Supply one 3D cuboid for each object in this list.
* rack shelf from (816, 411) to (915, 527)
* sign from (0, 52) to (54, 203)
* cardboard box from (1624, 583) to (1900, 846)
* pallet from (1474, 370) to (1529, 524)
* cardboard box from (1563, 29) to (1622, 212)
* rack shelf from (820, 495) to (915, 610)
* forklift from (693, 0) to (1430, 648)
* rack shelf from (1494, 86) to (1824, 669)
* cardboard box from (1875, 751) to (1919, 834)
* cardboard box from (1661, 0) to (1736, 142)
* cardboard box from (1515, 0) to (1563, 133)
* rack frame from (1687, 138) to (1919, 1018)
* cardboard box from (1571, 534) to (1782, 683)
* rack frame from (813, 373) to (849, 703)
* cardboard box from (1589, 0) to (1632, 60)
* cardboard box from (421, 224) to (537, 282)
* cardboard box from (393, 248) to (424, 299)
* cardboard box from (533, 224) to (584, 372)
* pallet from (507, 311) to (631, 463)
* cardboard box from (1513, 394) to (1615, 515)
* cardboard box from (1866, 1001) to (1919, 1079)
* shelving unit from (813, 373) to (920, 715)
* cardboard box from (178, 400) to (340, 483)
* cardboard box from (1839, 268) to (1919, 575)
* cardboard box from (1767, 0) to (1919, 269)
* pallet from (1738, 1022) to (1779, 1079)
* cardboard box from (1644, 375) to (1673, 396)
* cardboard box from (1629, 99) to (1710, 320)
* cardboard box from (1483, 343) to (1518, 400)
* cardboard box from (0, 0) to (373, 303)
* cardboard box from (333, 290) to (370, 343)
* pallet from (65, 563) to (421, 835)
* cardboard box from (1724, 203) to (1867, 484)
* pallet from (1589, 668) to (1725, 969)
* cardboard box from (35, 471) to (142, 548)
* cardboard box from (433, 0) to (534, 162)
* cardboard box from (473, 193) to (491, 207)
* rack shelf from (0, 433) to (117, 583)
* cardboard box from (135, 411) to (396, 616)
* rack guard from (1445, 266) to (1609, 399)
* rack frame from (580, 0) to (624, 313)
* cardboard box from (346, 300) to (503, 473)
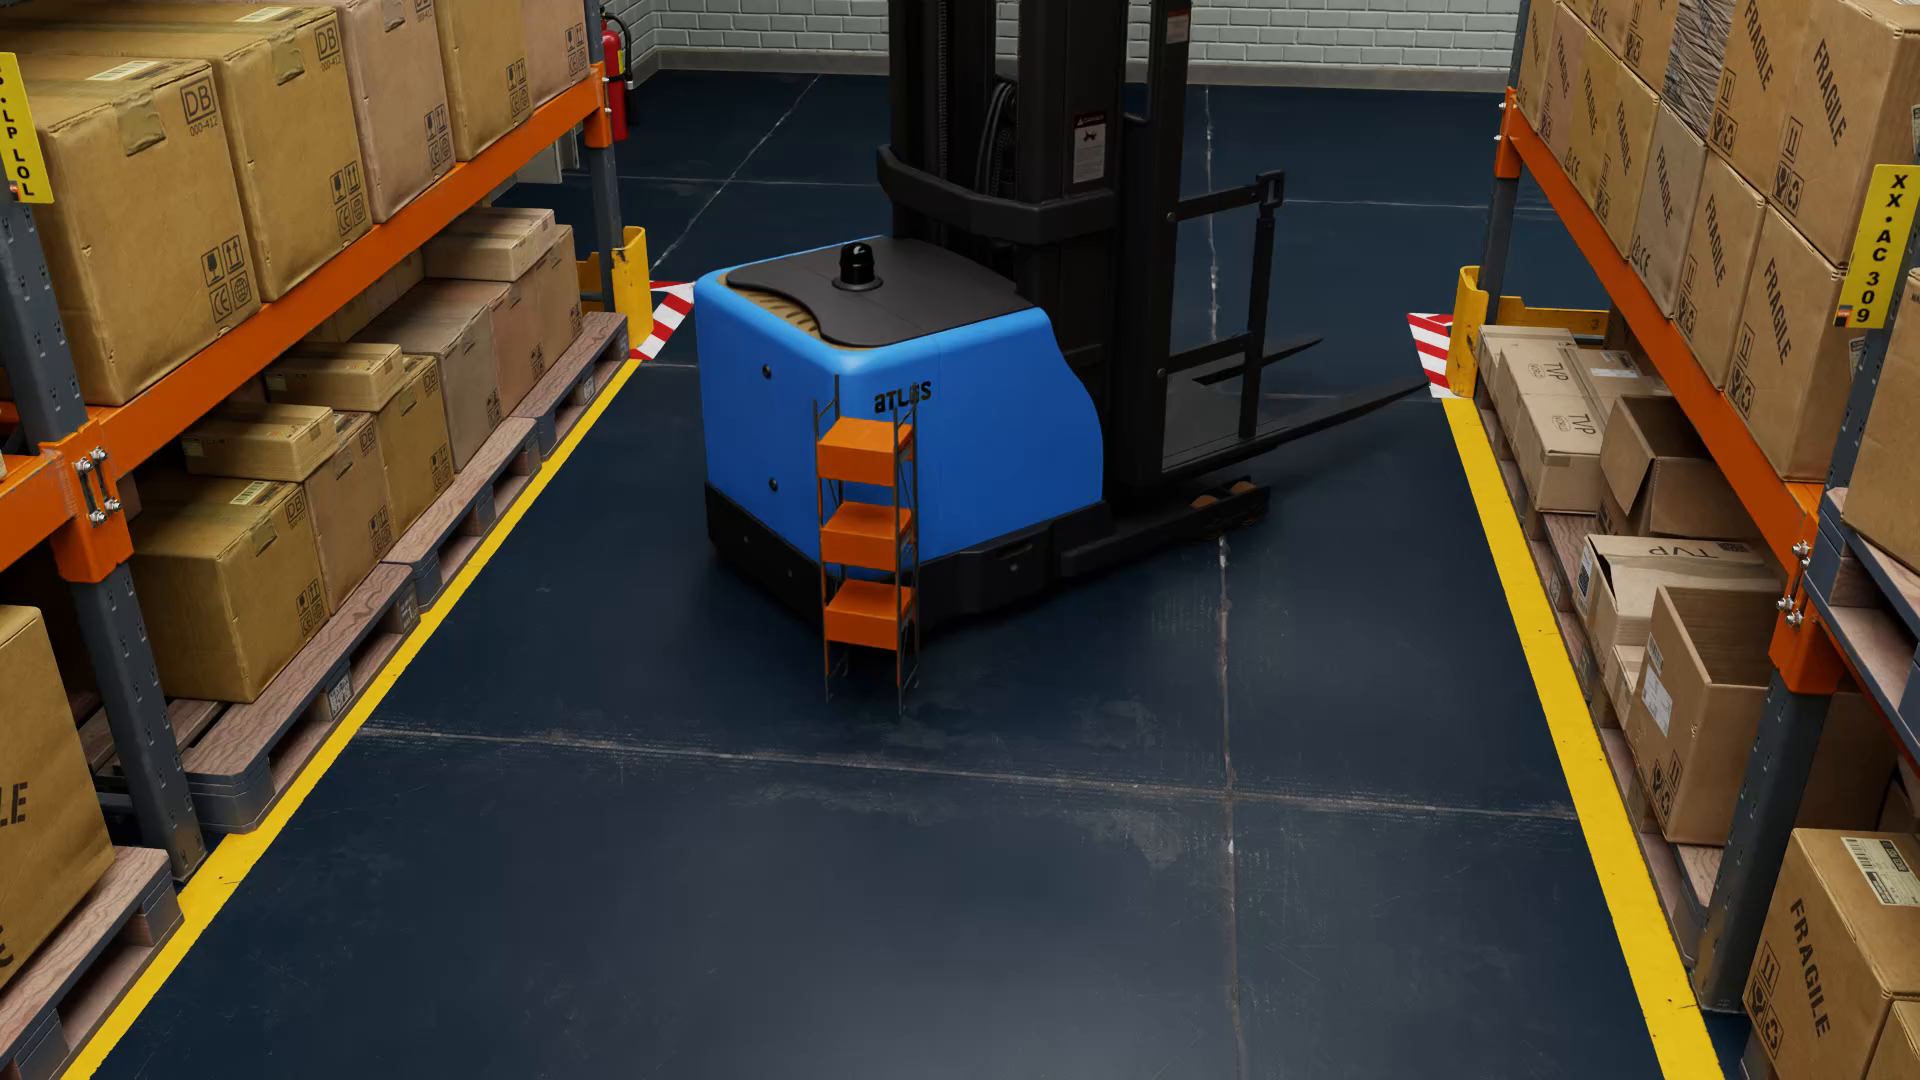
[{"bbox_3d":[-0.277,-0.214,4.964,0.240,0.259,0.215,8,29,14],"label":"rack shelf"},{"bbox_3d":[-2.052,-0.890,3.603,0.100,0.325,0.005,3,28,6],"label":"sign"},{"bbox_3d":[2.113,0.466,4.395,0.500,0.500,0.500,3,28,6],"label":"cardboard box"},{"bbox_3d":[2.709,-0.400,6.771,1.003,0.211,1.213,3,28,6],"label":"pallet"},{"bbox_3d":[2.377,-1.410,5.600,0.500,0.500,0.500,3,28,6],"label":"cardboard box"},{"bbox_3d":[-0.277,0.036,5.098,0.240,0.259,0.215,8,29,14],"label":"rack shelf"},{"bbox_3d":[0.567,-1.476,5.899,3.031,2.935,1.130,-19,34,-31],"label":"forklift"},{"bbox_3d":[2.570,-0.781,5.296,1.077,0.370,4.000,3,28,6],"label":"rack shelf"},{"bbox_3d":[2.591,0.649,4.254,0.500,0.311,0.500,3,28,6],"label":"cardboard box"},{"bbox_3d":[2.252,-1.372,4.475,0.500,0.500,0.500,4,29,7],"label":"cardboard box"},{"bbox_3d":[2.499,-1.890,6.490,0.500,0.500,0.500,4,29,7],"label":"cardboard box"},{"bbox_3d":[2.325,-0.156,3.378,1.000,3.000,0.127,3,28,6],"label":"rack frame"},{"bbox_3d":[2.205,0.196,5.095,0.500,0.311,0.500,3,28,6],"label":"cardboard box"},{"bbox_3d":[-0.394,0.011,5.123,0.008,1.050,0.200,8,29,14],"label":"rack frame"},{"bbox_3d":[2.376,-1.848,5.358,0.500,0.500,0.500,4,29,7],"label":"cardboard box"},{"bbox_3d":[-1.954,-1.169,6.765,0.380,0.149,0.250,4,29,8],"label":"cardboard box"},{"bbox_3d":[-2.364,-1.074,6.590,0.380,0.149,0.250,4,29,7],"label":"cardboard box"},{"bbox_3d":[-2.088,-1.074,7.275,0.700,0.500,0.500,3,28,6],"label":"cardboard box"},{"bbox_3d":[-2.122,-0.717,7.358,1.003,0.211,1.213,3,28,6],"label":"pallet"},{"bbox_3d":[2.345,-0.312,6.102,0.500,0.250,0.500,3,28,6],"label":"cardboard box"},{"bbox_3d":[1.970,1.216,3.003,0.500,0.500,0.500,4,29,7],"label":"cardboard box"},{"bbox_3d":[-0.277,0.027,5.093,0.252,1.050,0.215,8,29,14],"label":"shelving unit"},{"bbox_3d":[-2.175,-0.309,5.170,0.380,0.149,0.250,4,29,8],"label":"cardboard box"},{"bbox_3d":[2.045,-0.175,2.865,0.700,0.500,0.500,-6,29,-11],"label":"cardboard box"},{"bbox_3d":[2.130,-0.894,3.587,0.500,0.500,0.500,3,29,6],"label":"cardboard box"},{"bbox_3d":[2.263,1.456,3.324,1.003,0.211,1.213,3,28,6],"label":"pallet"},{"bbox_3d":[2.854,-0.530,6.594,0.380,0.166,0.250,3,28,6],"label":"cardboard box"},{"bbox_3d":[2.254,-0.935,4.718,0.500,0.500,0.500,4,29,7],"label":"cardboard box"},{"bbox_3d":[2.392,-0.691,6.893,0.380,0.166,0.250,3,28,6],"label":"cardboard box"},{"bbox_3d":[-2.414,-1.172,4.947,0.980,0.700,0.700,3,28,5],"label":"cardboard box"},{"bbox_3d":[-2.425,-0.834,6.144,0.380,0.149,0.250,4,29,7],"label":"cardboard box"},{"bbox_3d":[-2.421,0.432,5.226,1.003,0.211,1.213,3,28,6],"label":"pallet"},{"bbox_3d":[2.132,-0.451,3.818,0.500,0.500,0.500,4,29,7],"label":"cardboard box"},{"bbox_3d":[2.410,0.748,4.639,1.003,0.211,1.213,3,28,6],"label":"pallet"},{"bbox_3d":[-2.613,-0.102,4.785,0.380,0.149,0.250,3,28,6],"label":"cardboard box"},{"bbox_3d":[-2.232,-1.874,6.249,0.980,0.700,0.700,3,28,6],"label":"cardboard box"},{"bbox_3d":[-2.271,-1.430,7.251,0.380,0.149,0.250,4,29,7],"label":"cardboard box"},{"bbox_3d":[-2.837,0.816,2.332,1.077,0.370,4.000,3,28,6],"label":"rack shelf"},{"bbox_3d":[-2.333,-0.109,5.483,0.700,0.500,0.500,3,28,6],"label":"cardboard box"},{"bbox_3d":[2.806,-0.903,7.399,1.175,0.500,0.348,3,28,6],"label":"rack guard"},{"bbox_3d":[-2.102,-2.325,7.404,1.000,3.000,0.127,3,28,6],"label":"rack frame"},{"bbox_3d":[-2.210,-0.602,6.398,0.700,0.500,0.500,2,28,5],"label":"cardboard box"}]
